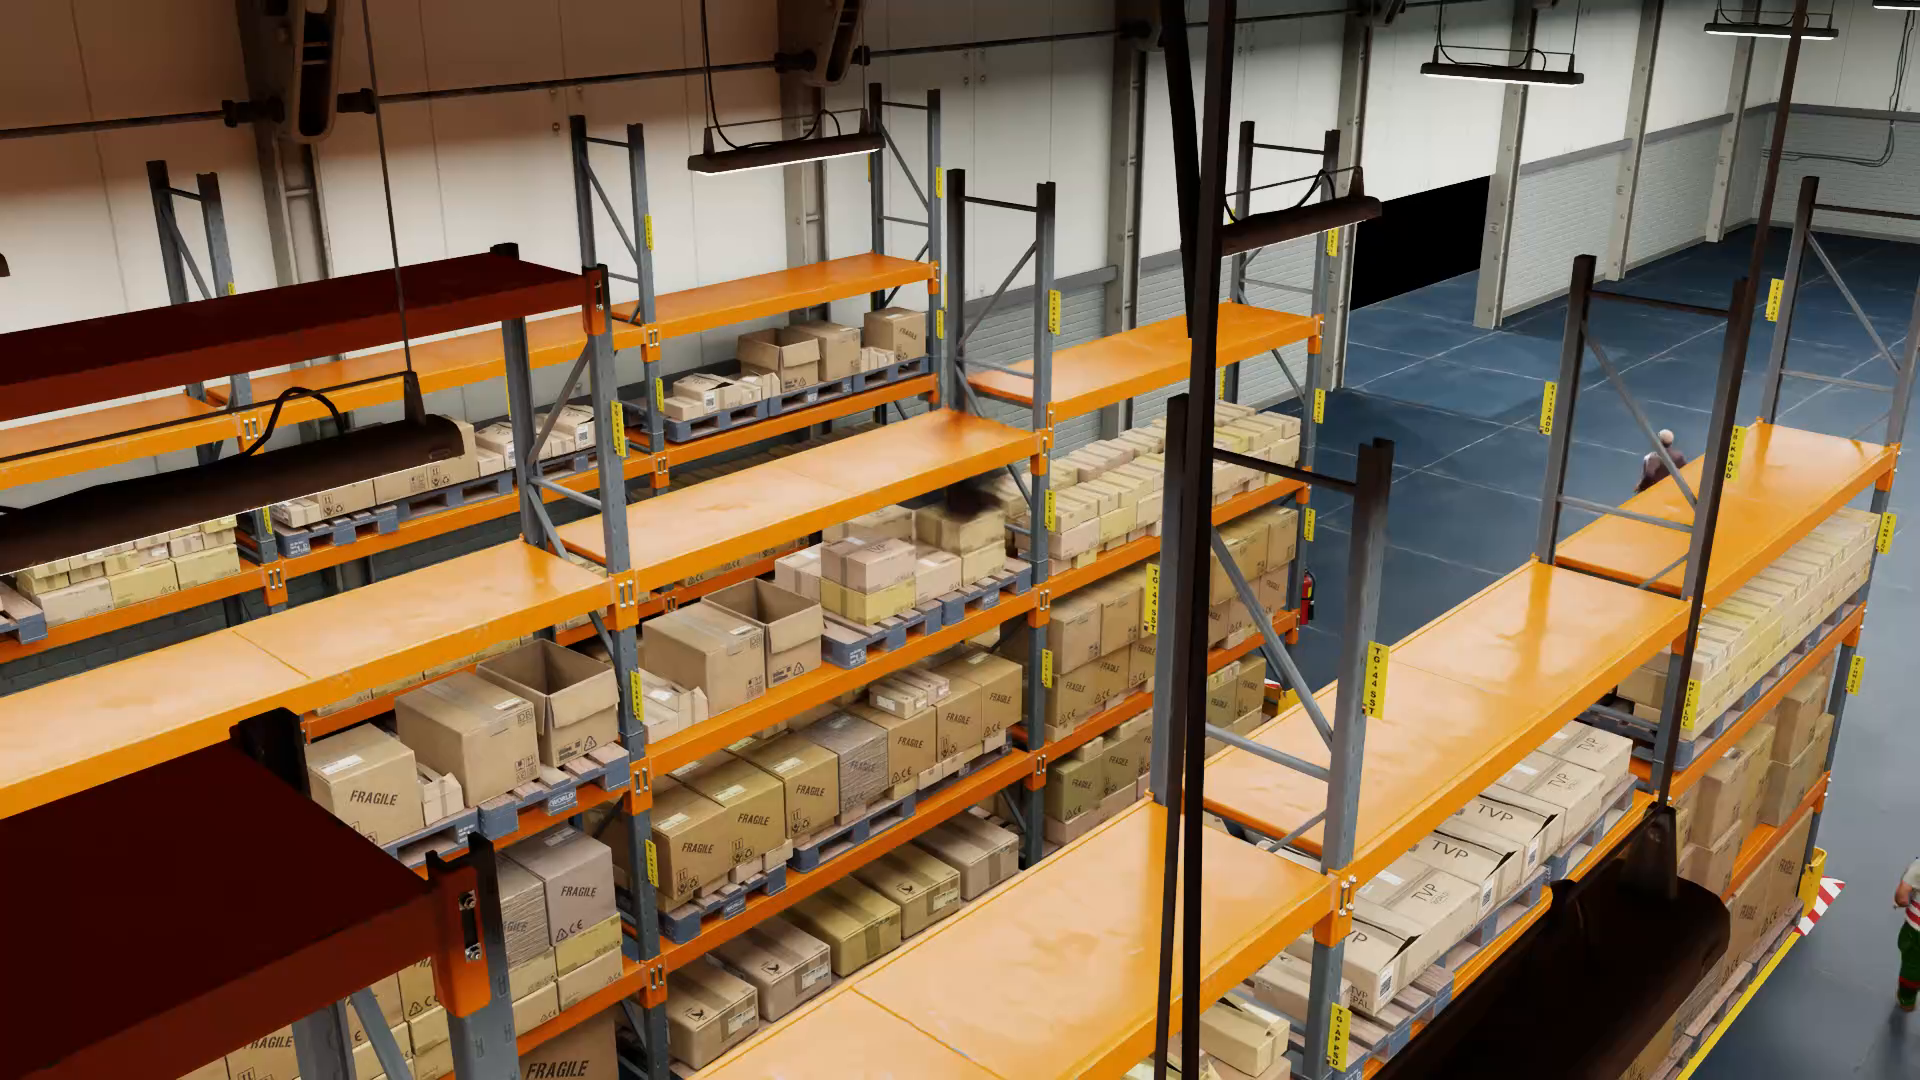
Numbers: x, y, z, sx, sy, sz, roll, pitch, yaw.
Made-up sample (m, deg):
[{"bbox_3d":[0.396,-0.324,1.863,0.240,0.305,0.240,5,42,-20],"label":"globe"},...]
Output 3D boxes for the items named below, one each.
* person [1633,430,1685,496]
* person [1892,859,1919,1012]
[{"bbox_3d":[8.720,-0.532,20.865,0.708,1.777,1.050,-5,22,-12],"label":"person"},{"bbox_3d":[7.149,2.841,12.210,0.658,1.768,0.971,8,23,21],"label":"person"}]
